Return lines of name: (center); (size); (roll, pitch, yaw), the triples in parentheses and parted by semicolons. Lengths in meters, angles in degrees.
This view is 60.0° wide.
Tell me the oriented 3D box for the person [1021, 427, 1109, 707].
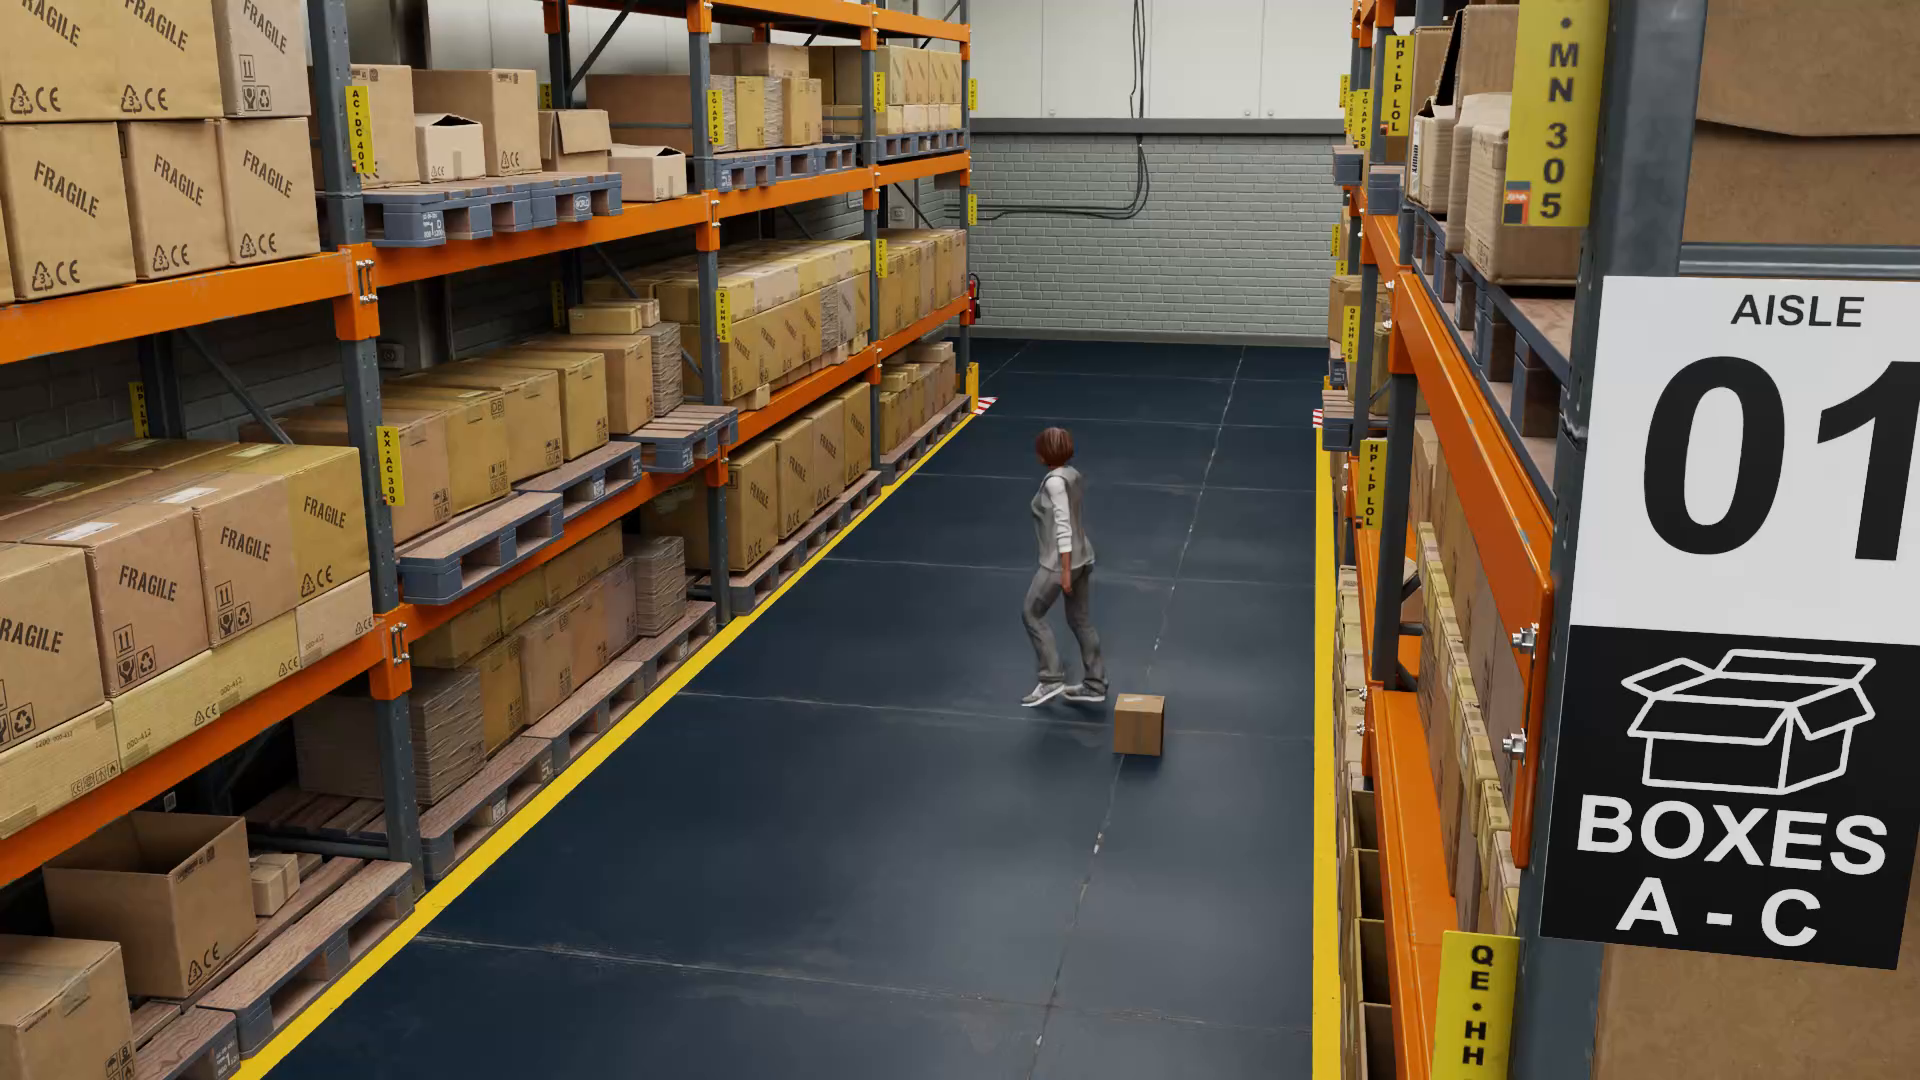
person: (0.629, 0.165, 9.420); (0.502, 1.596, 0.442); (7, 17, 25)
